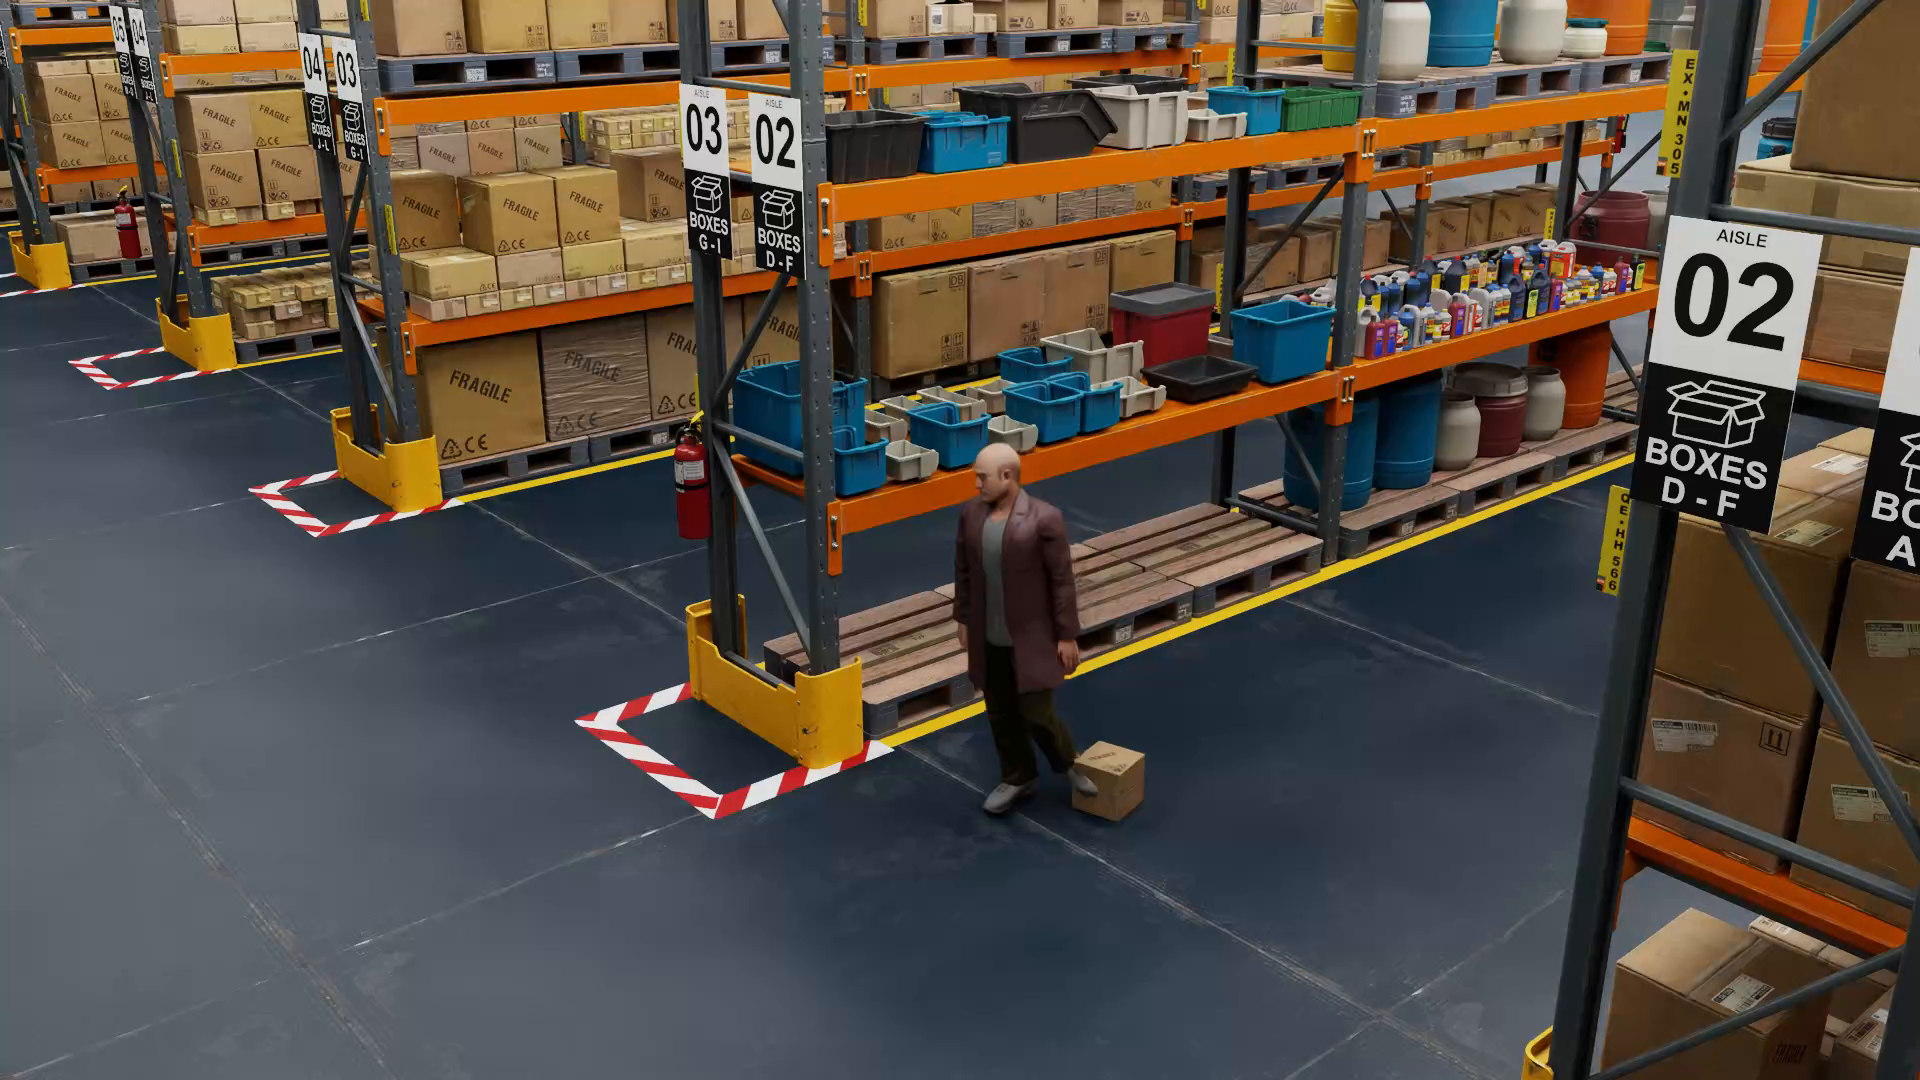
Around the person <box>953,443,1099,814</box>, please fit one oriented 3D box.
[{"bbox_3d":[0.287,0.409,7.552,0.720,1.772,0.549,13,24,31],"label":"person"}]
